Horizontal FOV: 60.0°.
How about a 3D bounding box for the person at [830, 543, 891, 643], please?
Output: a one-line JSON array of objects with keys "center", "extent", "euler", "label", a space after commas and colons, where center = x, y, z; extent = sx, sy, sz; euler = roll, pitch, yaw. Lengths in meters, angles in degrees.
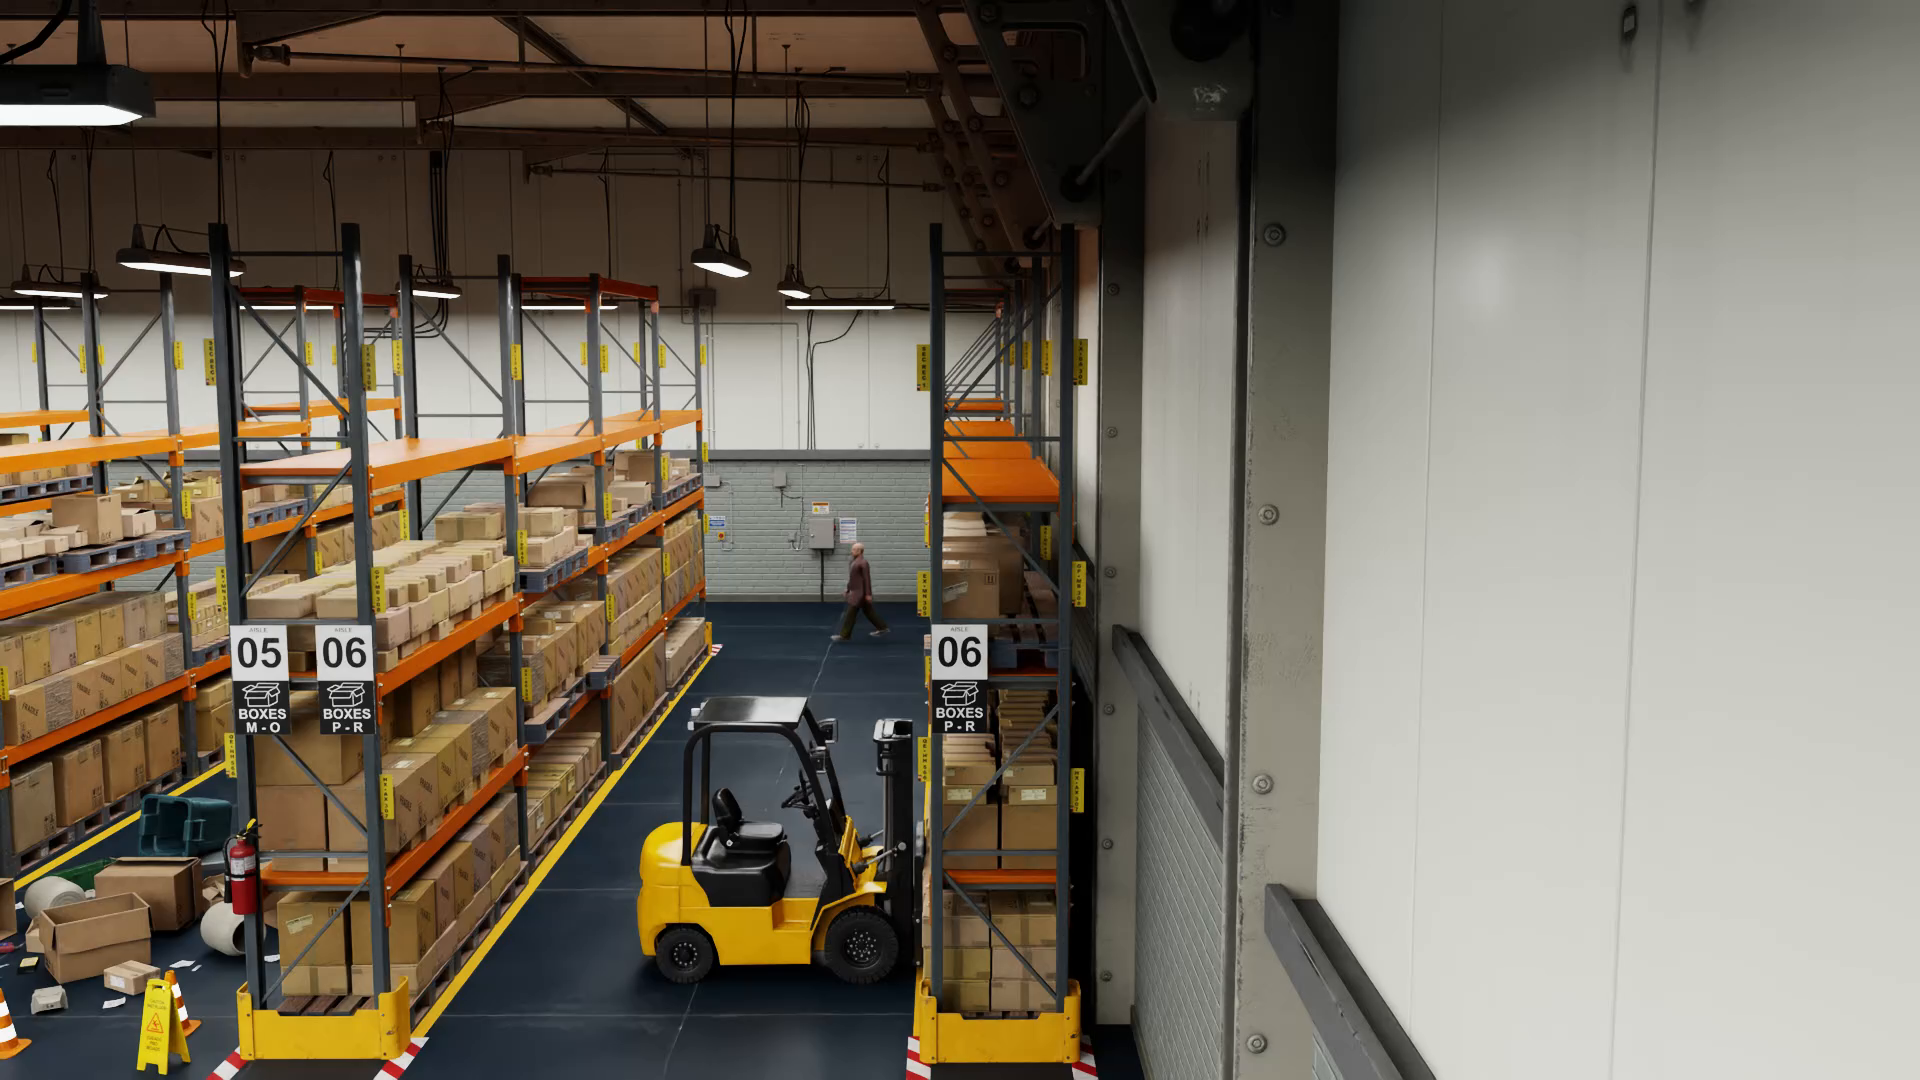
[{"center": [-1.746, 0.915, 29.100], "extent": [1.113, 1.748, 0.616], "euler": [-2, 7, -18], "label": "person"}]
